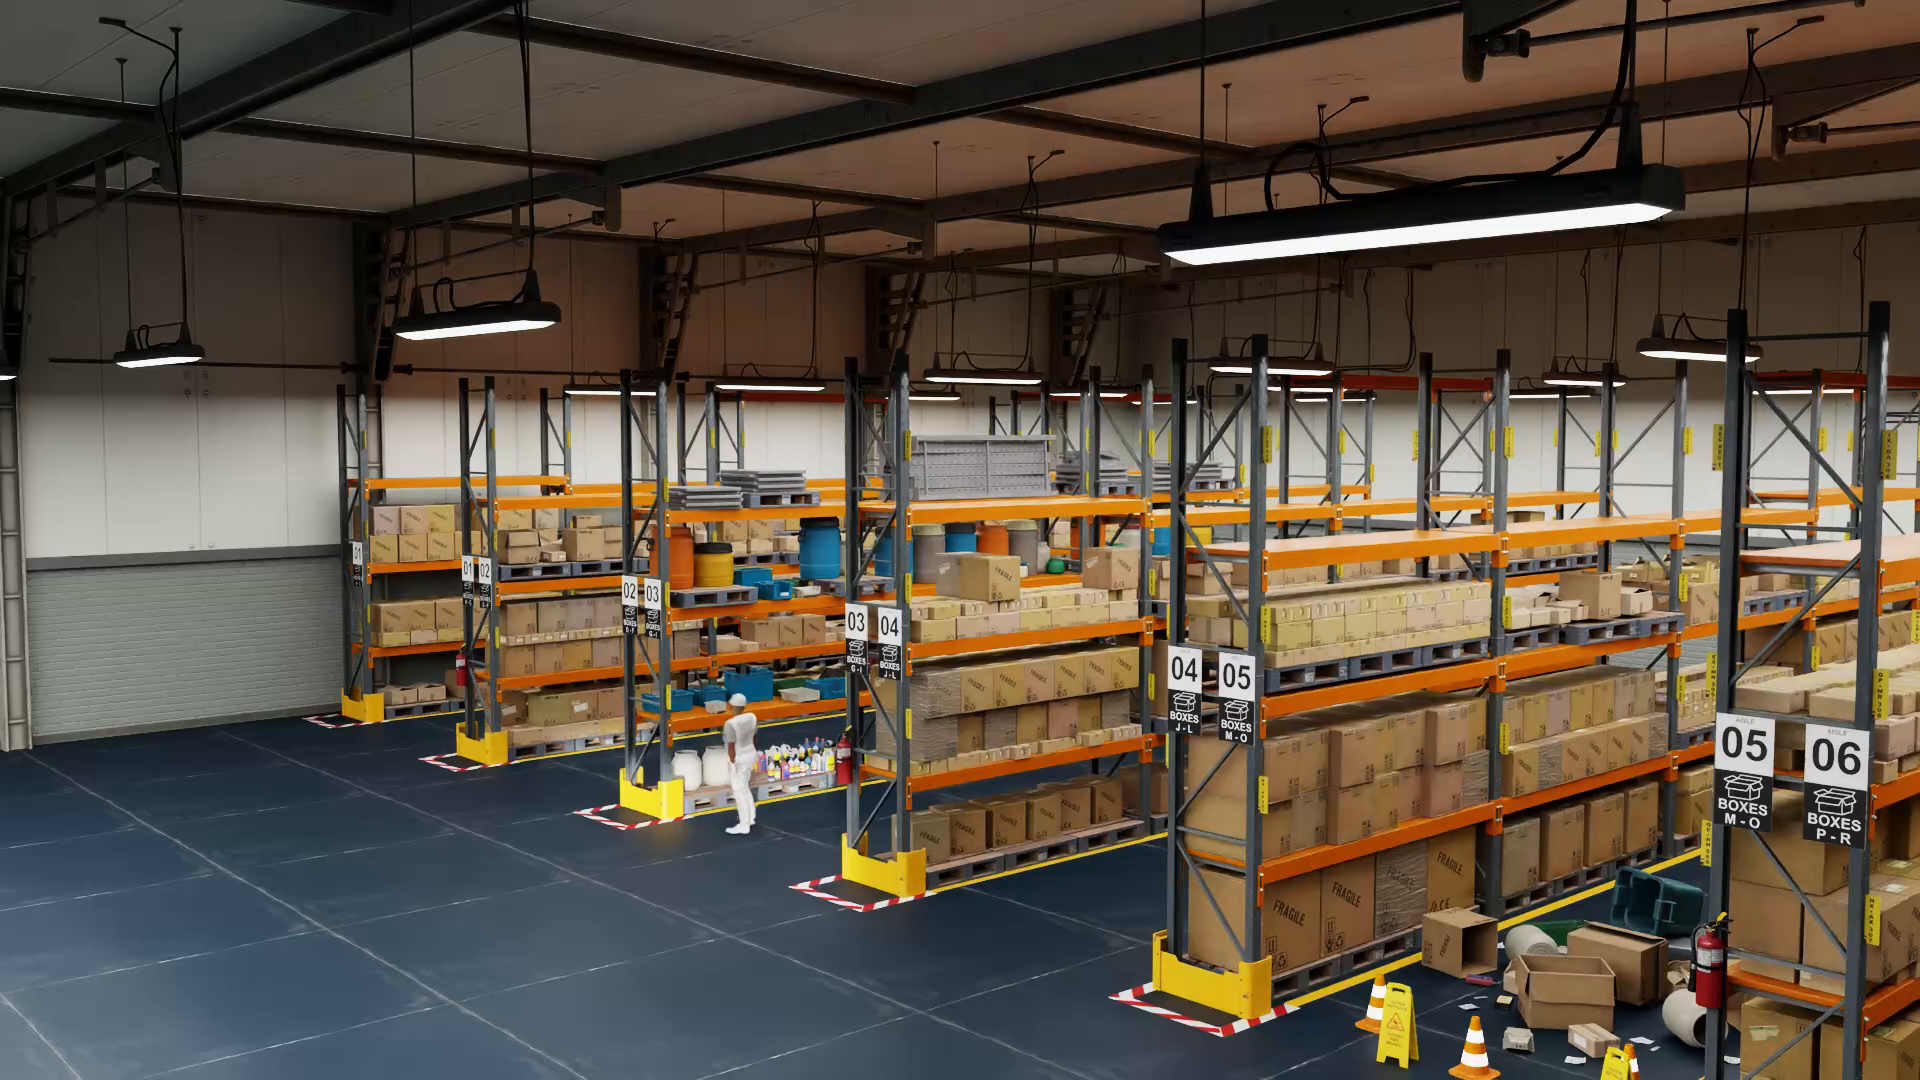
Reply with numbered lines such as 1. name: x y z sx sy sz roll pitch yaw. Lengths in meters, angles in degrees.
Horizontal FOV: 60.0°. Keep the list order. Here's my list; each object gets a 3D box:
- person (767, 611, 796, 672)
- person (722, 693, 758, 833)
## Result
1. person: -3.510 2.003 32.621 0.681 1.814 0.479 -1 4 -20
2. person: -2.801 2.859 21.437 0.395 1.812 0.724 2 4 24
